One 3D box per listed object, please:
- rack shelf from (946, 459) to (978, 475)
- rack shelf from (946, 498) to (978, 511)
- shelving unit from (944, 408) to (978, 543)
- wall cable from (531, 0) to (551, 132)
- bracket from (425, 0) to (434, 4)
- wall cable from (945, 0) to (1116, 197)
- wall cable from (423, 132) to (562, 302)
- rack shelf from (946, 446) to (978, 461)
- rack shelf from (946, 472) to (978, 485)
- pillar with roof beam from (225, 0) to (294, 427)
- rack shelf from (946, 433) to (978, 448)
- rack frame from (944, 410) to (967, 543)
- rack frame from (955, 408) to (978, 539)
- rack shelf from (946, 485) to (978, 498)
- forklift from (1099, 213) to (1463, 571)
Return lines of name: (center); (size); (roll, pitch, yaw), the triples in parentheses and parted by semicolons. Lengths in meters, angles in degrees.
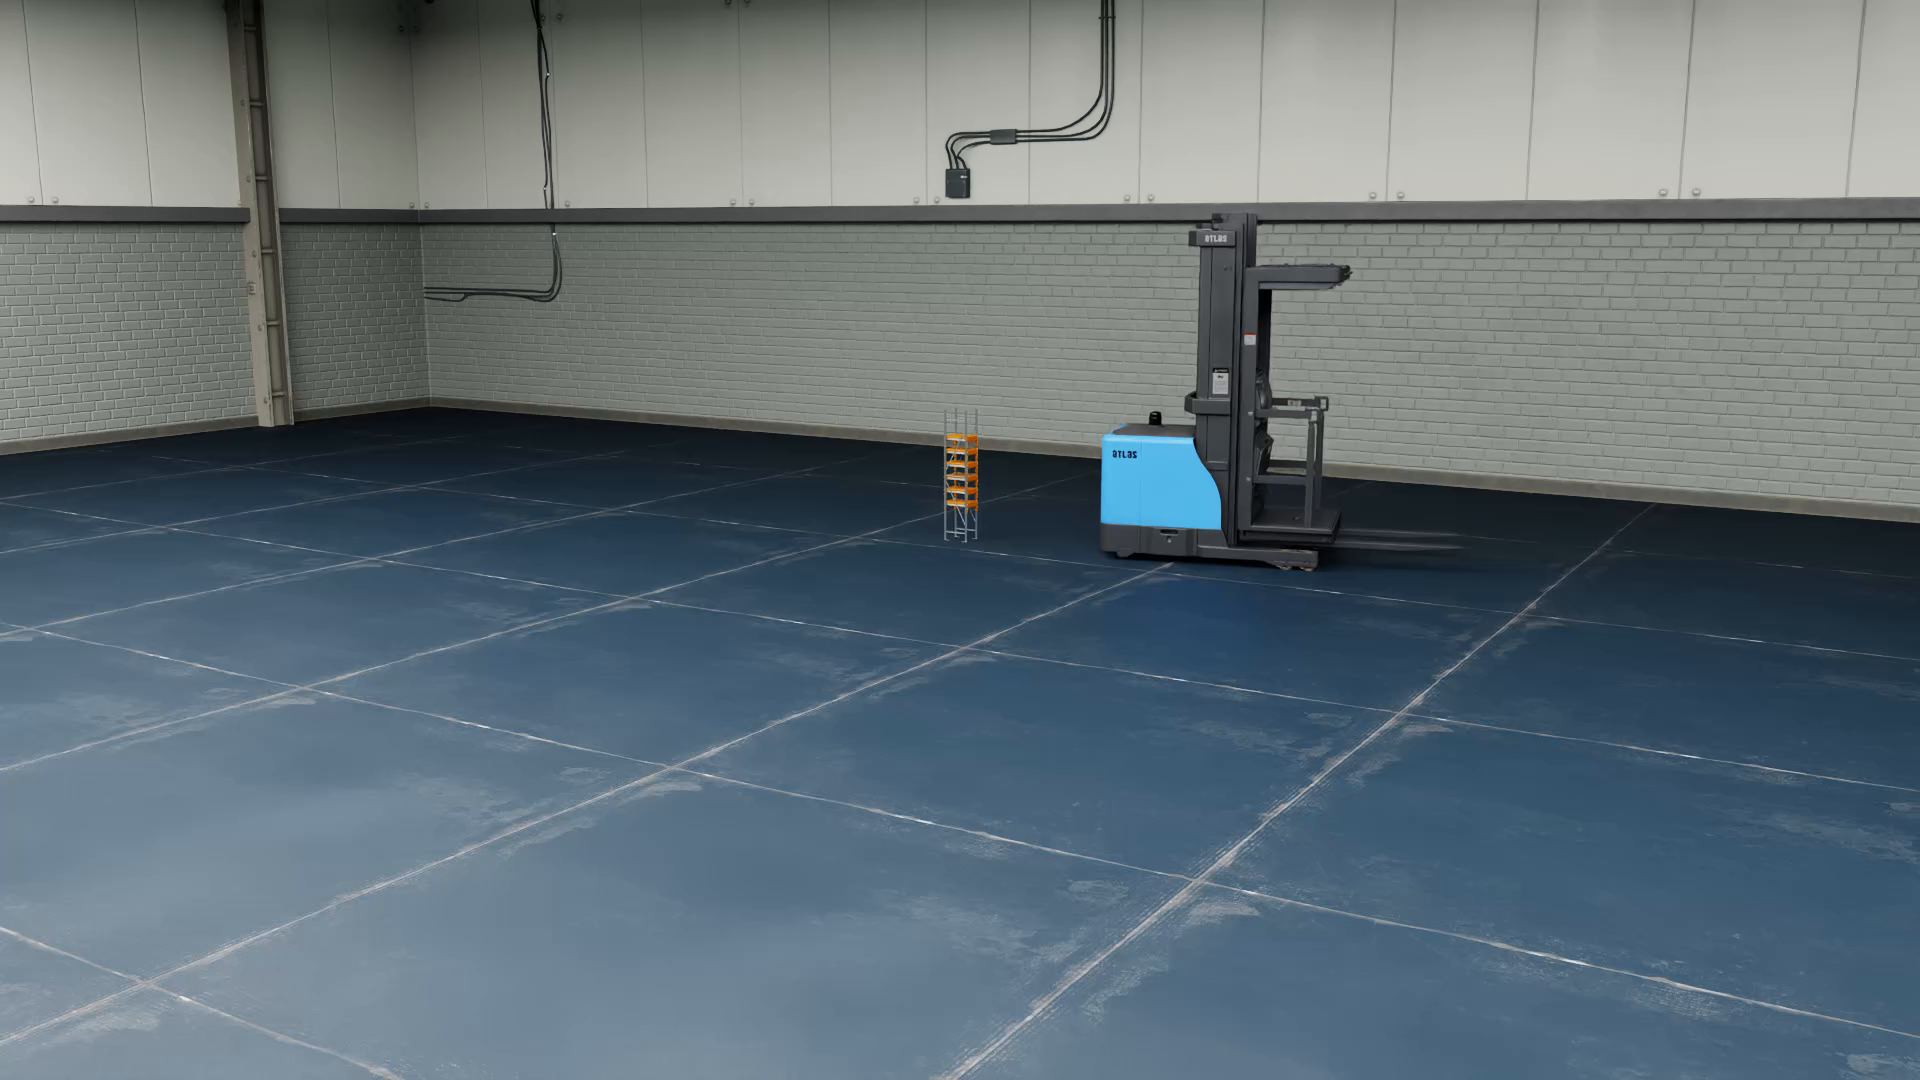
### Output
rack shelf: (0.008, -0.666, 15.138); (0.258, 0.103, 0.180); (6, 12, 31)
rack shelf: (0.008, -0.312, 15.204); (0.258, 0.103, 0.180); (6, 12, 31)
shelving unit: (0.008, -0.592, 15.152); (0.258, 1.200, 0.189); (6, 12, 31)
wall cable: (-4.975, -7.131, 23.602); (3.097, 2.526, 0.112); (6, 12, 31)
bracket: (-8.198, -8.270, 25.189); (0.235, 0.232, 0.430); (6, 12, 31)
wall cable: (0.818, -7.196, 19.991); (2.305, 6.003, 0.169); (6, 12, 31)
wall cable: (-7.287, -4.907, 25.447); (3.097, 2.526, 0.112); (6, 12, 31)
rack shelf: (0.008, -0.784, 15.116); (0.258, 0.103, 0.180); (6, 12, 31)
rack shelf: (0.008, -0.548, 15.160); (0.258, 0.103, 0.180); (6, 12, 31)
pillar with roof beam: (-6.268, -5.685, 21.164); (9.100, 9.000, 0.400); (6, 12, 31)
rack shelf: (0.008, -0.902, 15.094); (0.258, 0.103, 0.180); (6, 12, 31)
rack frame: (-0.040, -0.578, 15.075); (0.240, 1.200, 0.006); (6, 12, 31)
rack frame: (0.055, -0.606, 15.229); (0.240, 1.200, 0.006); (6, 12, 31)
rack shelf: (0.008, -0.430, 15.182); (0.258, 0.103, 0.180); (6, 12, 31)
forklift: (2.780, -1.290, 14.178); (3.031, 2.935, 1.130); (3, 11, 16)
